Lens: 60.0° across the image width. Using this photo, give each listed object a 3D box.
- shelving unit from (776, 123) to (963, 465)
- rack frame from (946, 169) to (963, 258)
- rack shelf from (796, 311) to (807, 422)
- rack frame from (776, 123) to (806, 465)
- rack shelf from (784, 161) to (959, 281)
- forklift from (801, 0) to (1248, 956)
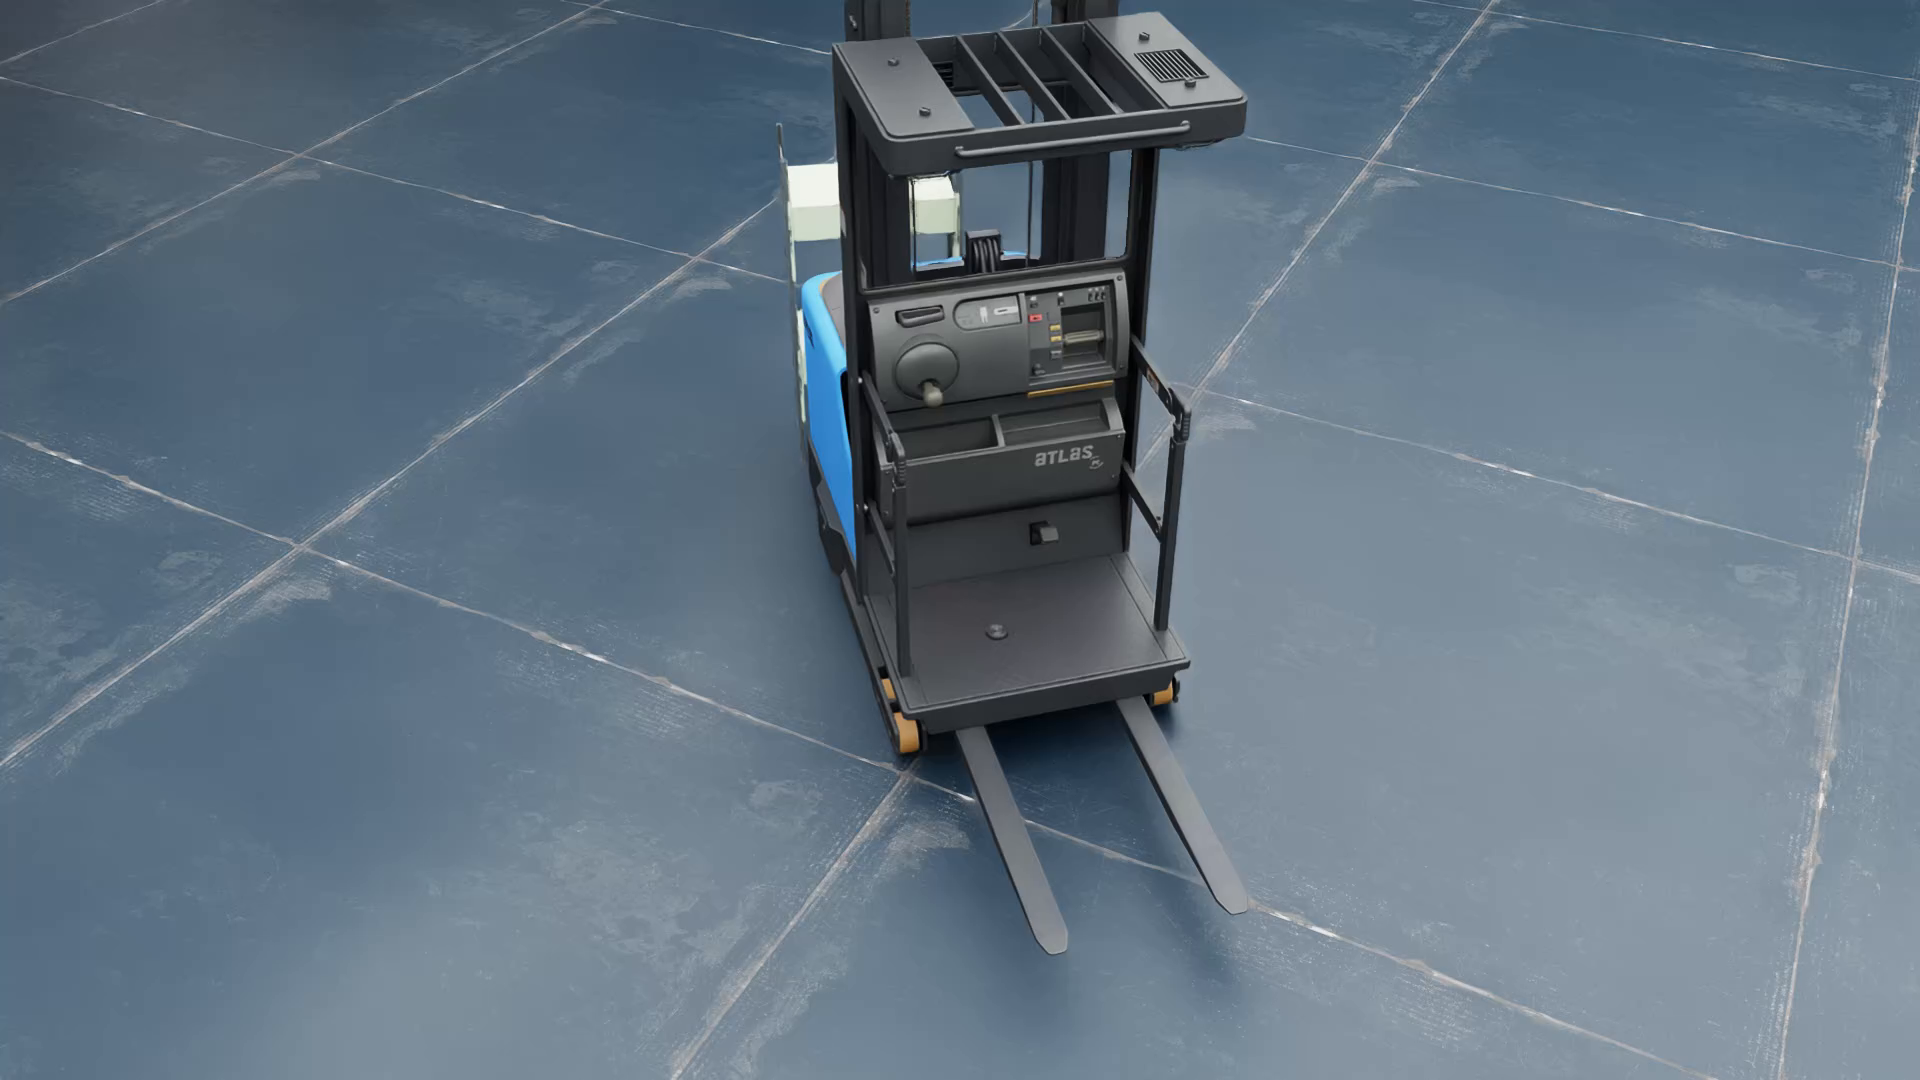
[{"bbox_3d":[-0.388,-1.097,7.455,0.755,1.500,0.431,-5,37,-6],"label":"shelving unit"},{"bbox_3d":[-0.025,-1.127,7.494,0.023,1.500,0.400,-5,37,-6],"label":"rack frame"},{"bbox_3d":[-0.388,-0.838,7.652,0.720,0.370,0.431,-5,37,-6],"label":"rack shelf"},{"bbox_3d":[-0.751,-1.068,7.416,0.023,1.500,0.400,-5,37,-6],"label":"rack frame"},{"bbox_3d":[-0.388,-1.408,7.219,0.720,0.370,0.431,-5,37,-6],"label":"rack shelf"},{"bbox_3d":[0.203,-0.634,5.661,1.130,2.935,3.031,-9,38,-12],"label":"forklift"}]
